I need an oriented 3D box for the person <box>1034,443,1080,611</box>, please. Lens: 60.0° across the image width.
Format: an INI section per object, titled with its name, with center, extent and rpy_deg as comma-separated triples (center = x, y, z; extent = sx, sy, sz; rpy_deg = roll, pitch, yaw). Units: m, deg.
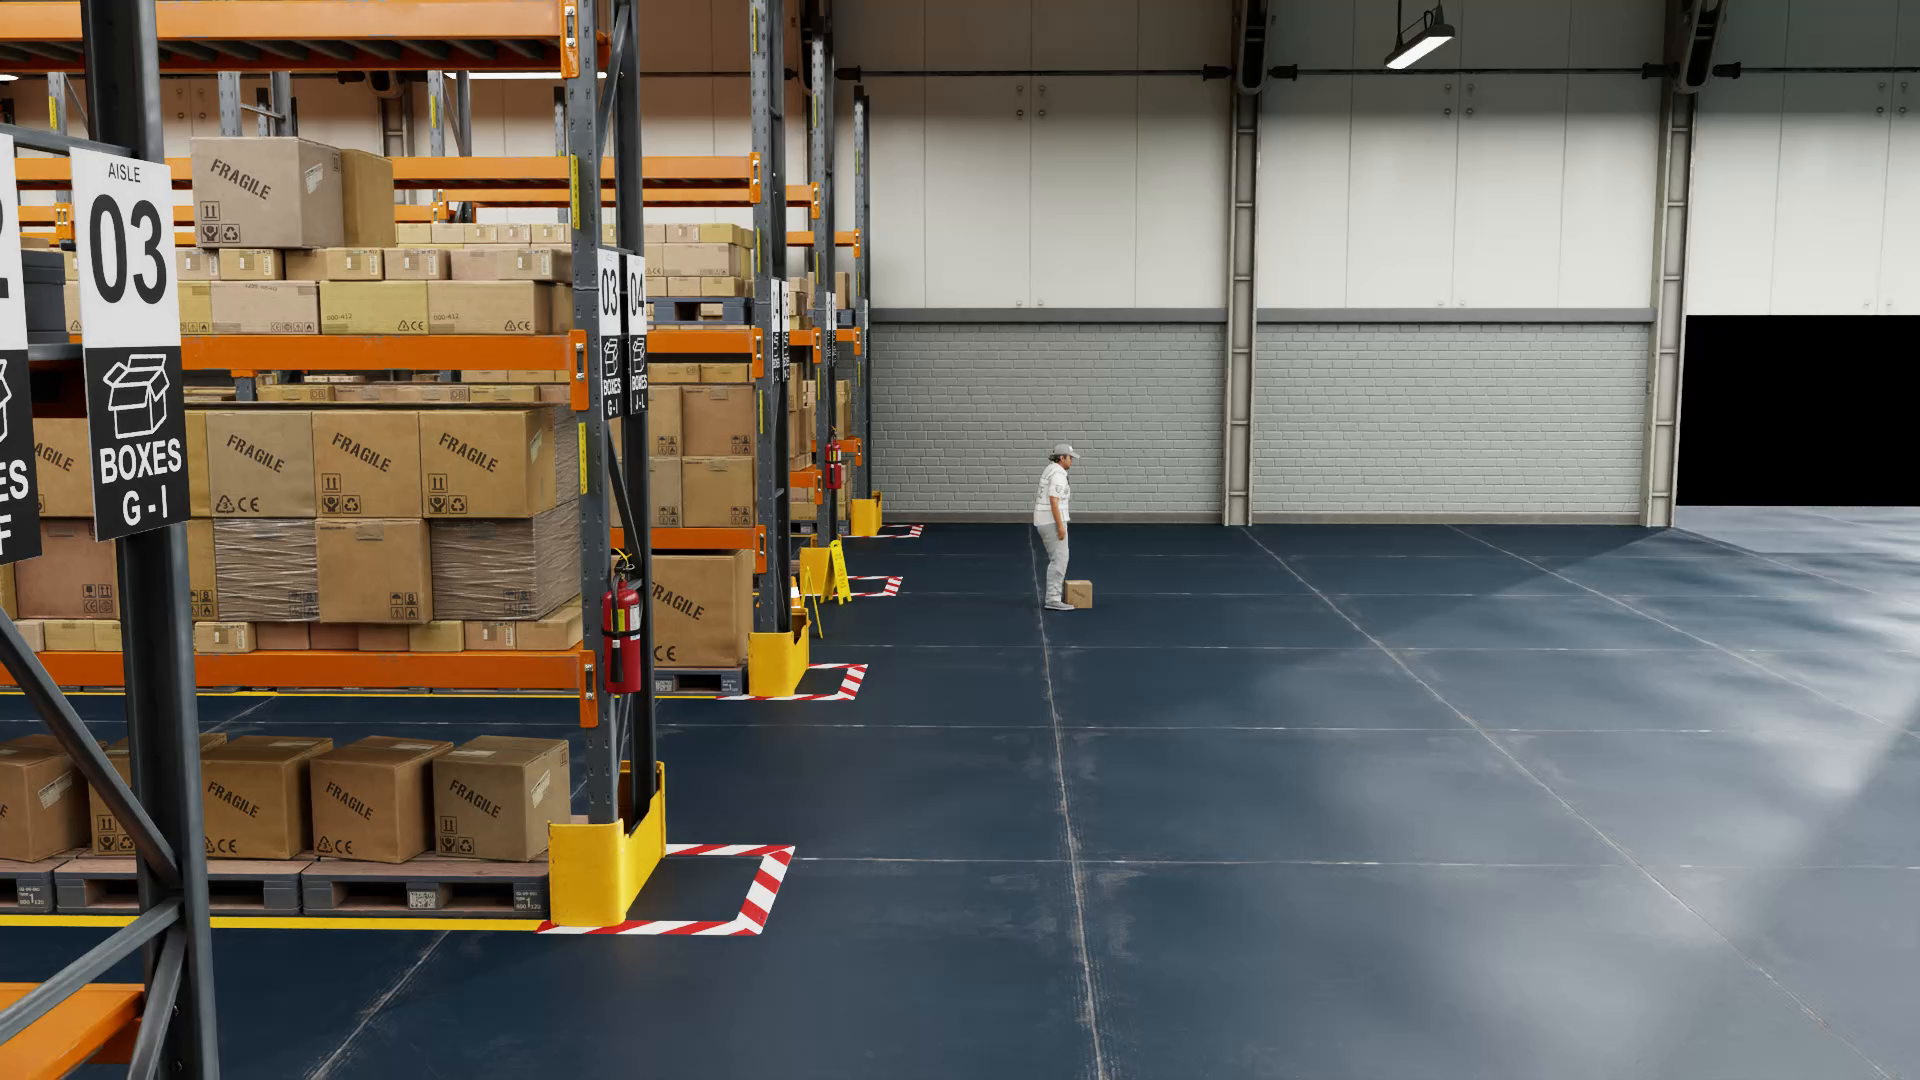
[person]
center = 0.989, -0.147, 16.893
extent = 0.469, 1.666, 0.563
rpy_deg = 0, 7, -2
